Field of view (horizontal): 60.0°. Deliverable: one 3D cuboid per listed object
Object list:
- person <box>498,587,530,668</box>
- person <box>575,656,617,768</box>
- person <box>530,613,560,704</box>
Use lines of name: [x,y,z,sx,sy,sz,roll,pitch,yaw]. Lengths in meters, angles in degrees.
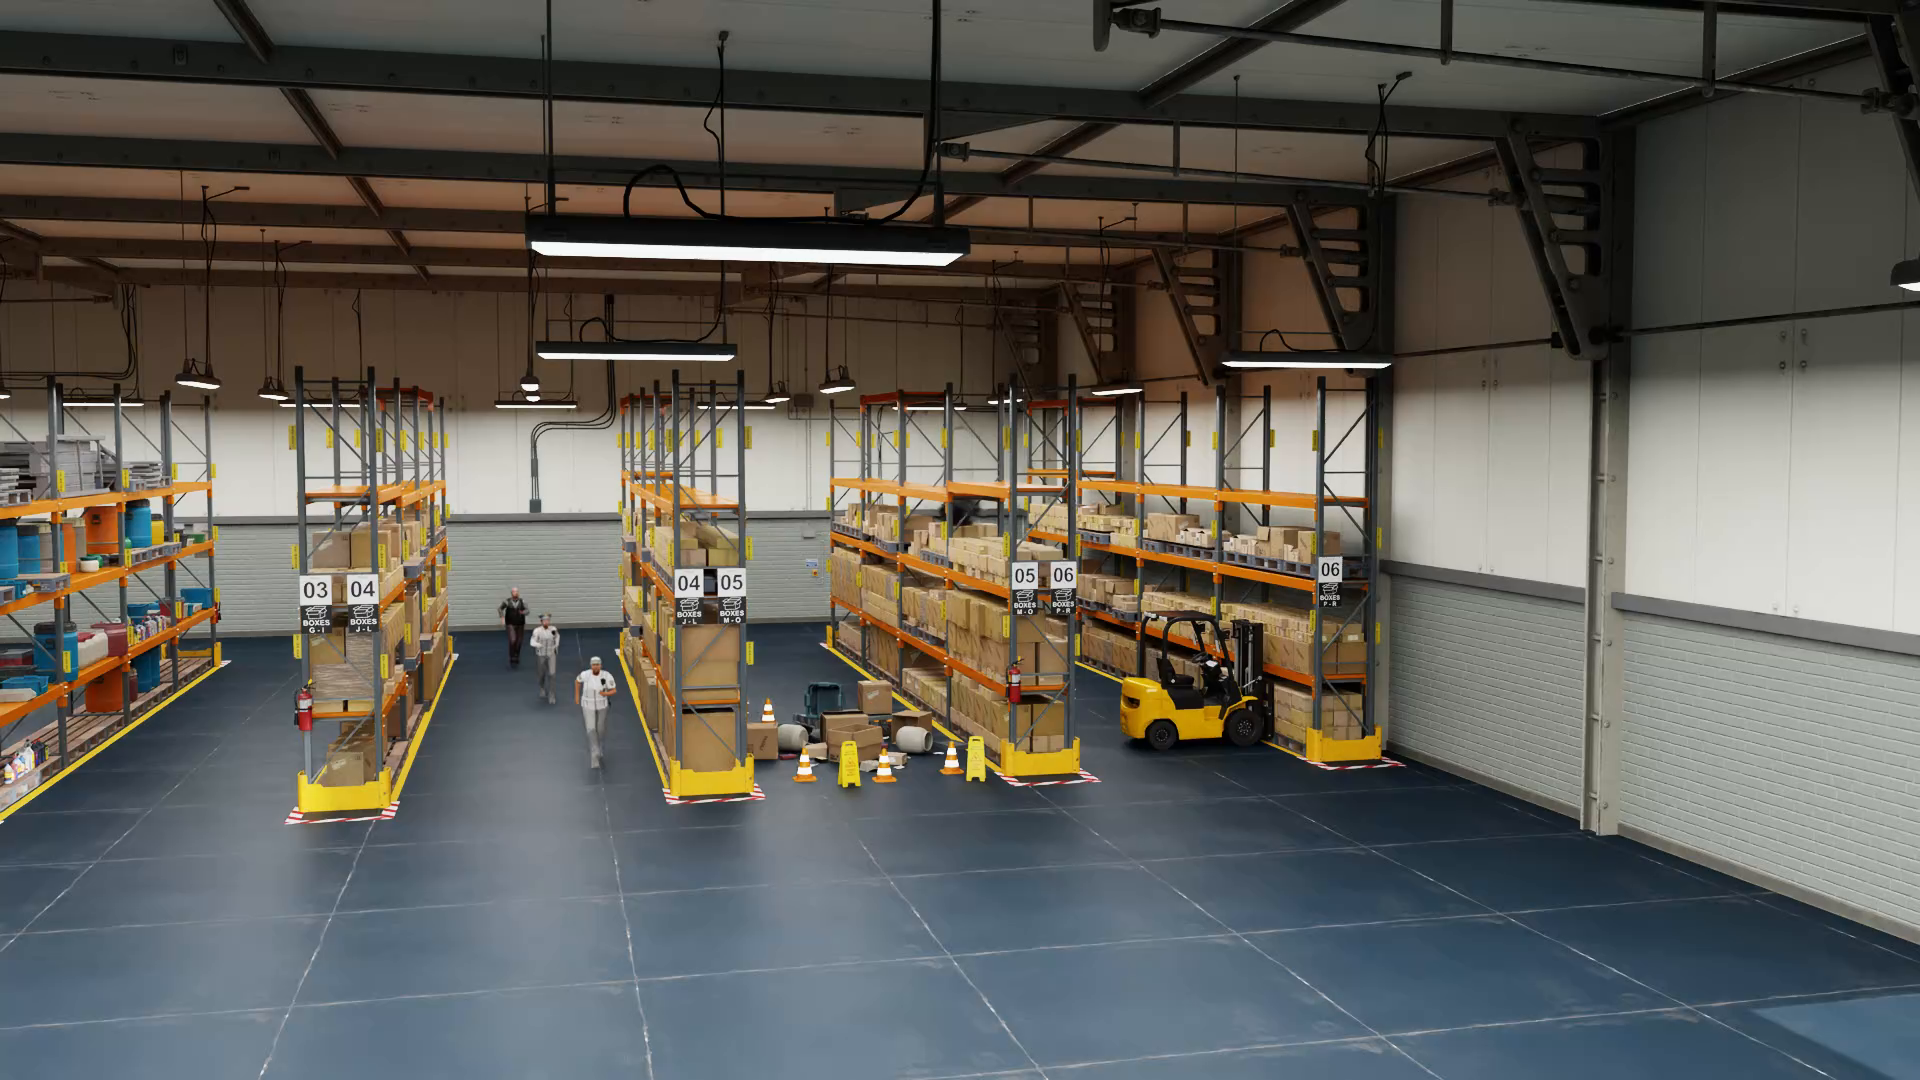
person: [-9.875,1.981,36.915,0.627,1.705,0.774,-2,4,-28]
person: [-5.654,2.644,25.849,0.627,1.713,0.845,-1,3,-12]
person: [-7.978,2.244,31.997,0.562,1.719,0.857,-1,4,-17]
